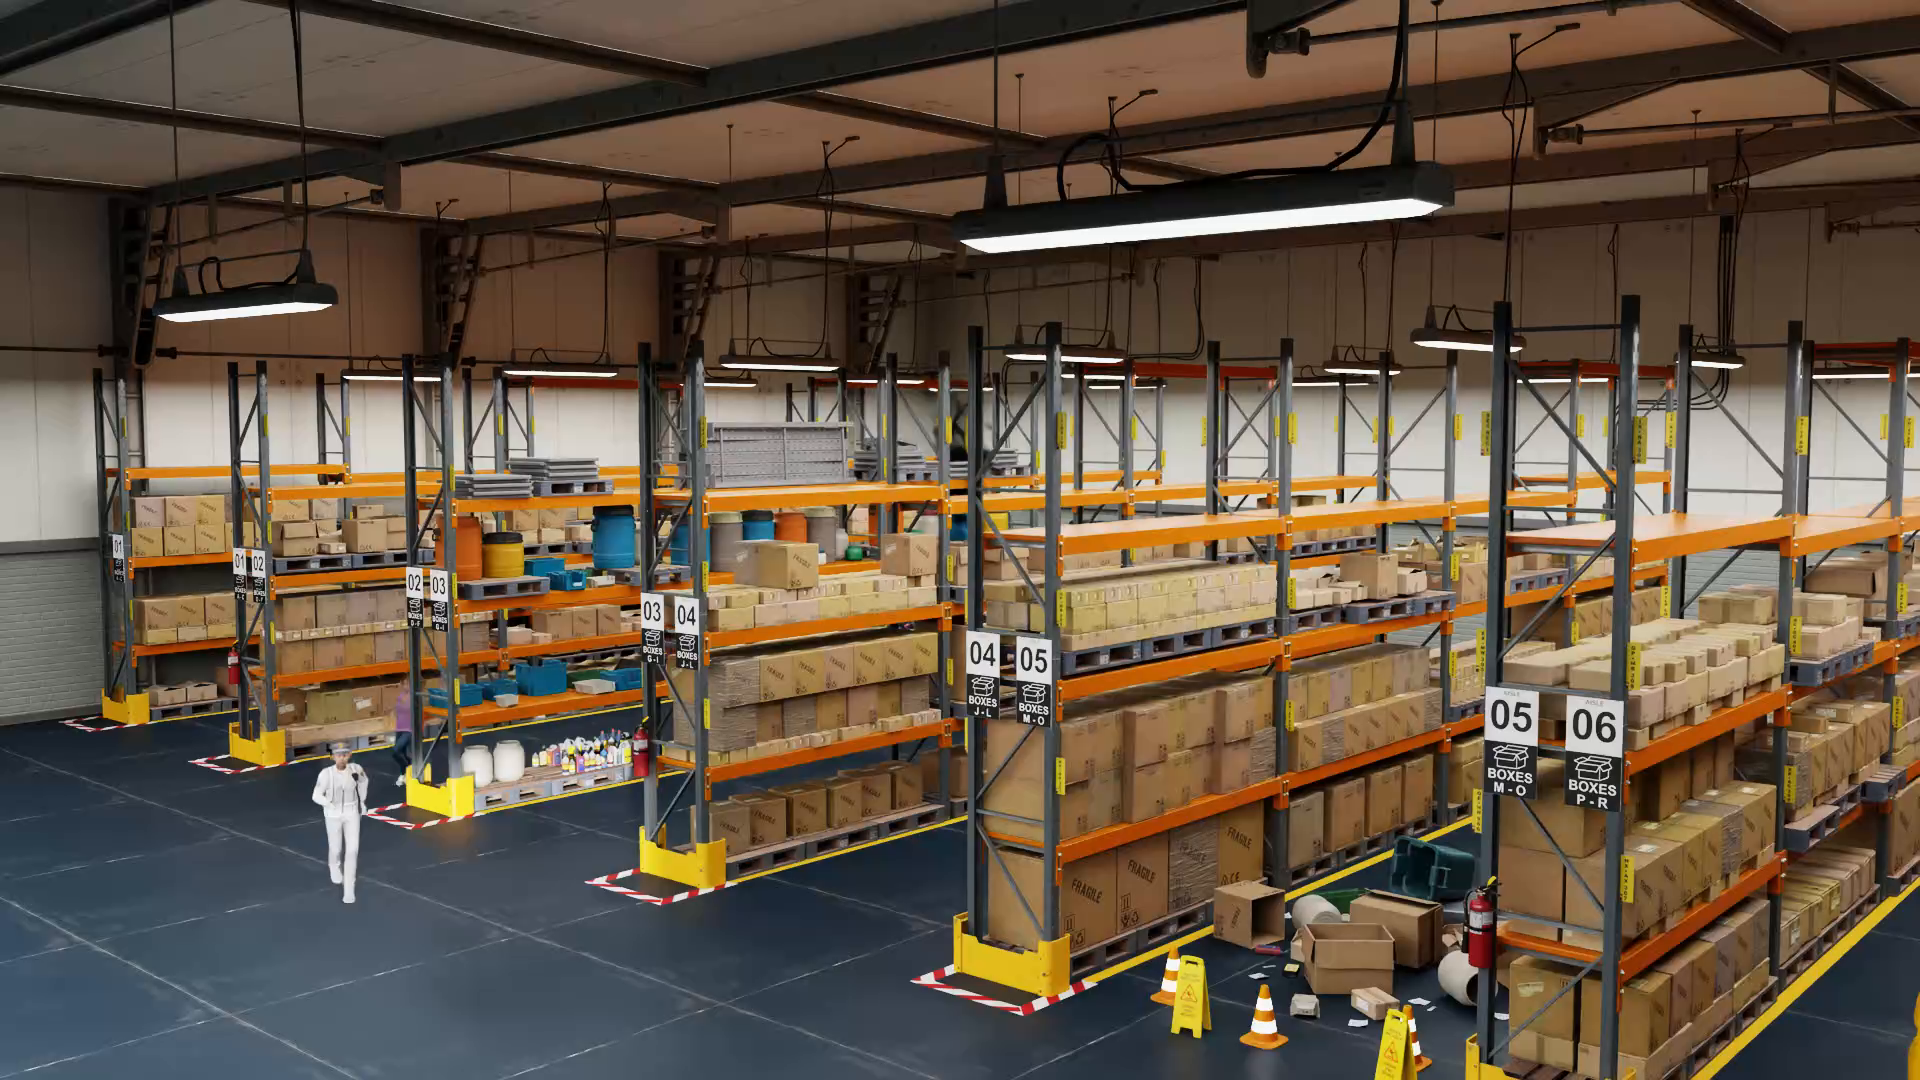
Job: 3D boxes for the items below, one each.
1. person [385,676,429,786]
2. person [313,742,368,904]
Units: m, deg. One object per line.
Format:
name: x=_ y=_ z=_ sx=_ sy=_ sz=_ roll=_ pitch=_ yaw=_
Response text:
person: x=-7.731 y=2.673 z=23.257 sx=0.602 sy=1.553 sz=0.578 roll=3 pitch=5 yaw=31
person: x=-6.690 y=2.995 z=17.999 sx=0.584 sy=1.693 sz=0.926 roll=-2 pitch=5 yaw=-24
